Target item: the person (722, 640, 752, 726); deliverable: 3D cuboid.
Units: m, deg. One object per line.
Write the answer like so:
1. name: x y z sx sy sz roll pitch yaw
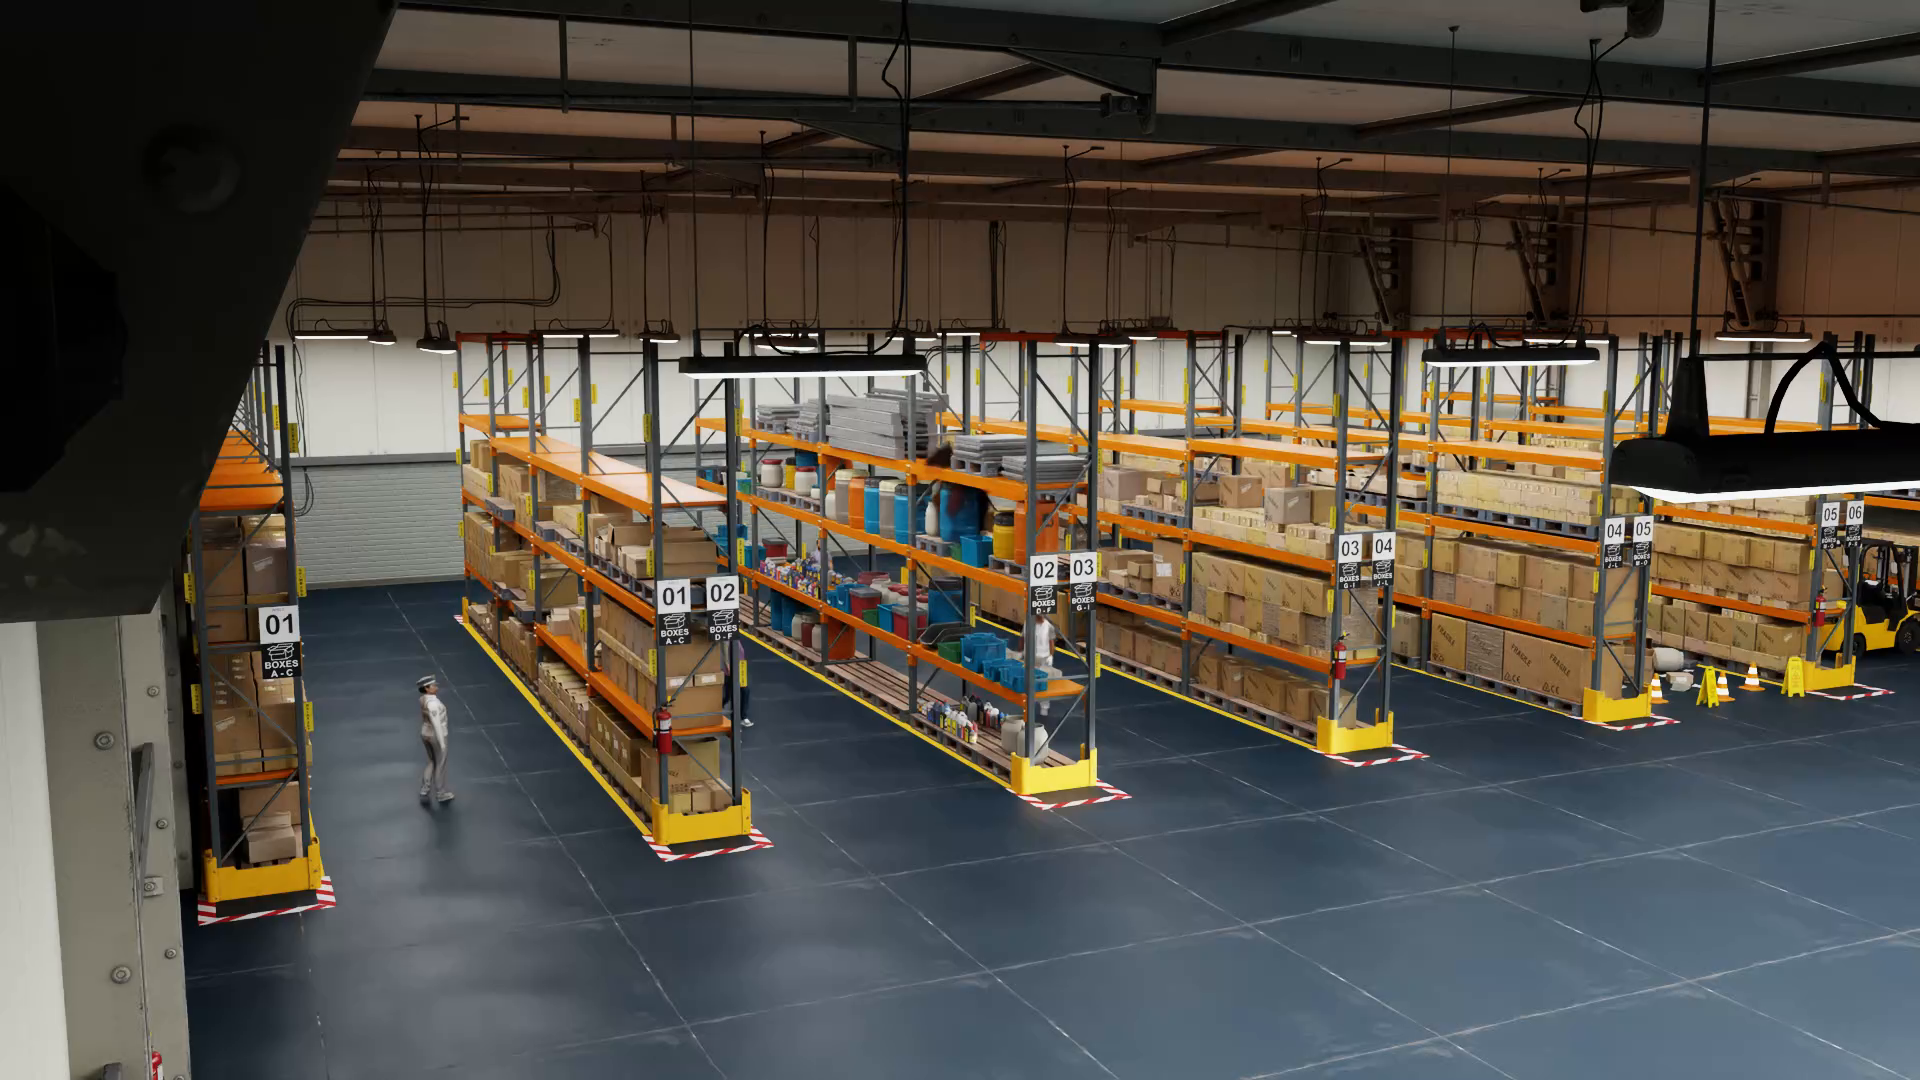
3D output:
1. person: -3.517 2.084 25.771 0.401 1.539 0.782 -6 10 -36

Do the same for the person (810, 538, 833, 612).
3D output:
1. person: -2.966 0.749 35.535 0.491 1.597 0.944 -4 9 -30

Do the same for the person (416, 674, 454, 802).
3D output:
1. person: -6.852 2.575 21.706 0.495 1.688 0.450 6 9 36

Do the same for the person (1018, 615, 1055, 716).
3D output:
1. person: 1.204 1.892 26.487 0.627 1.782 0.461 1 8 5
